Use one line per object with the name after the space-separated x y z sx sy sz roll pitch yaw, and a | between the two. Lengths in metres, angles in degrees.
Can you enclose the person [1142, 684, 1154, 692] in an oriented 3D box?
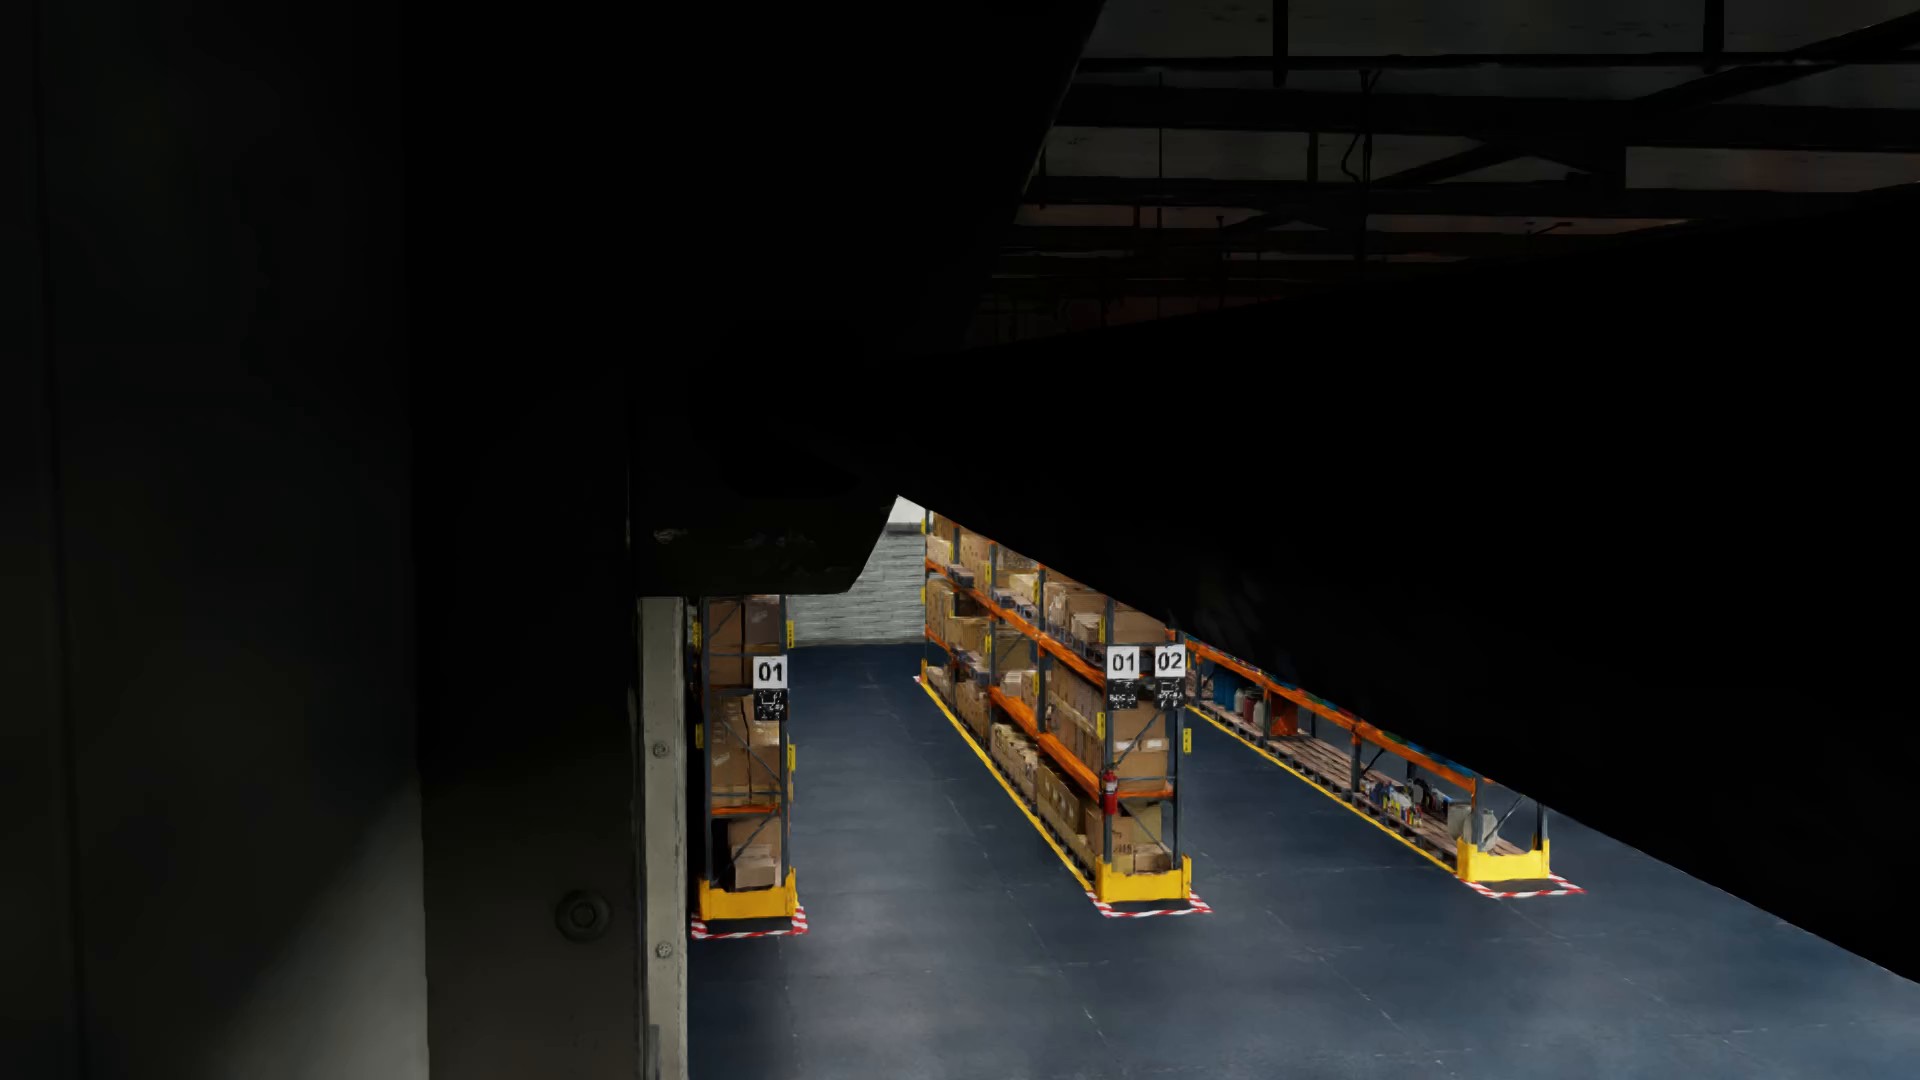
3.558 2.655 32.168 0.719 1.714 0.577 -1 5 -11 | person
